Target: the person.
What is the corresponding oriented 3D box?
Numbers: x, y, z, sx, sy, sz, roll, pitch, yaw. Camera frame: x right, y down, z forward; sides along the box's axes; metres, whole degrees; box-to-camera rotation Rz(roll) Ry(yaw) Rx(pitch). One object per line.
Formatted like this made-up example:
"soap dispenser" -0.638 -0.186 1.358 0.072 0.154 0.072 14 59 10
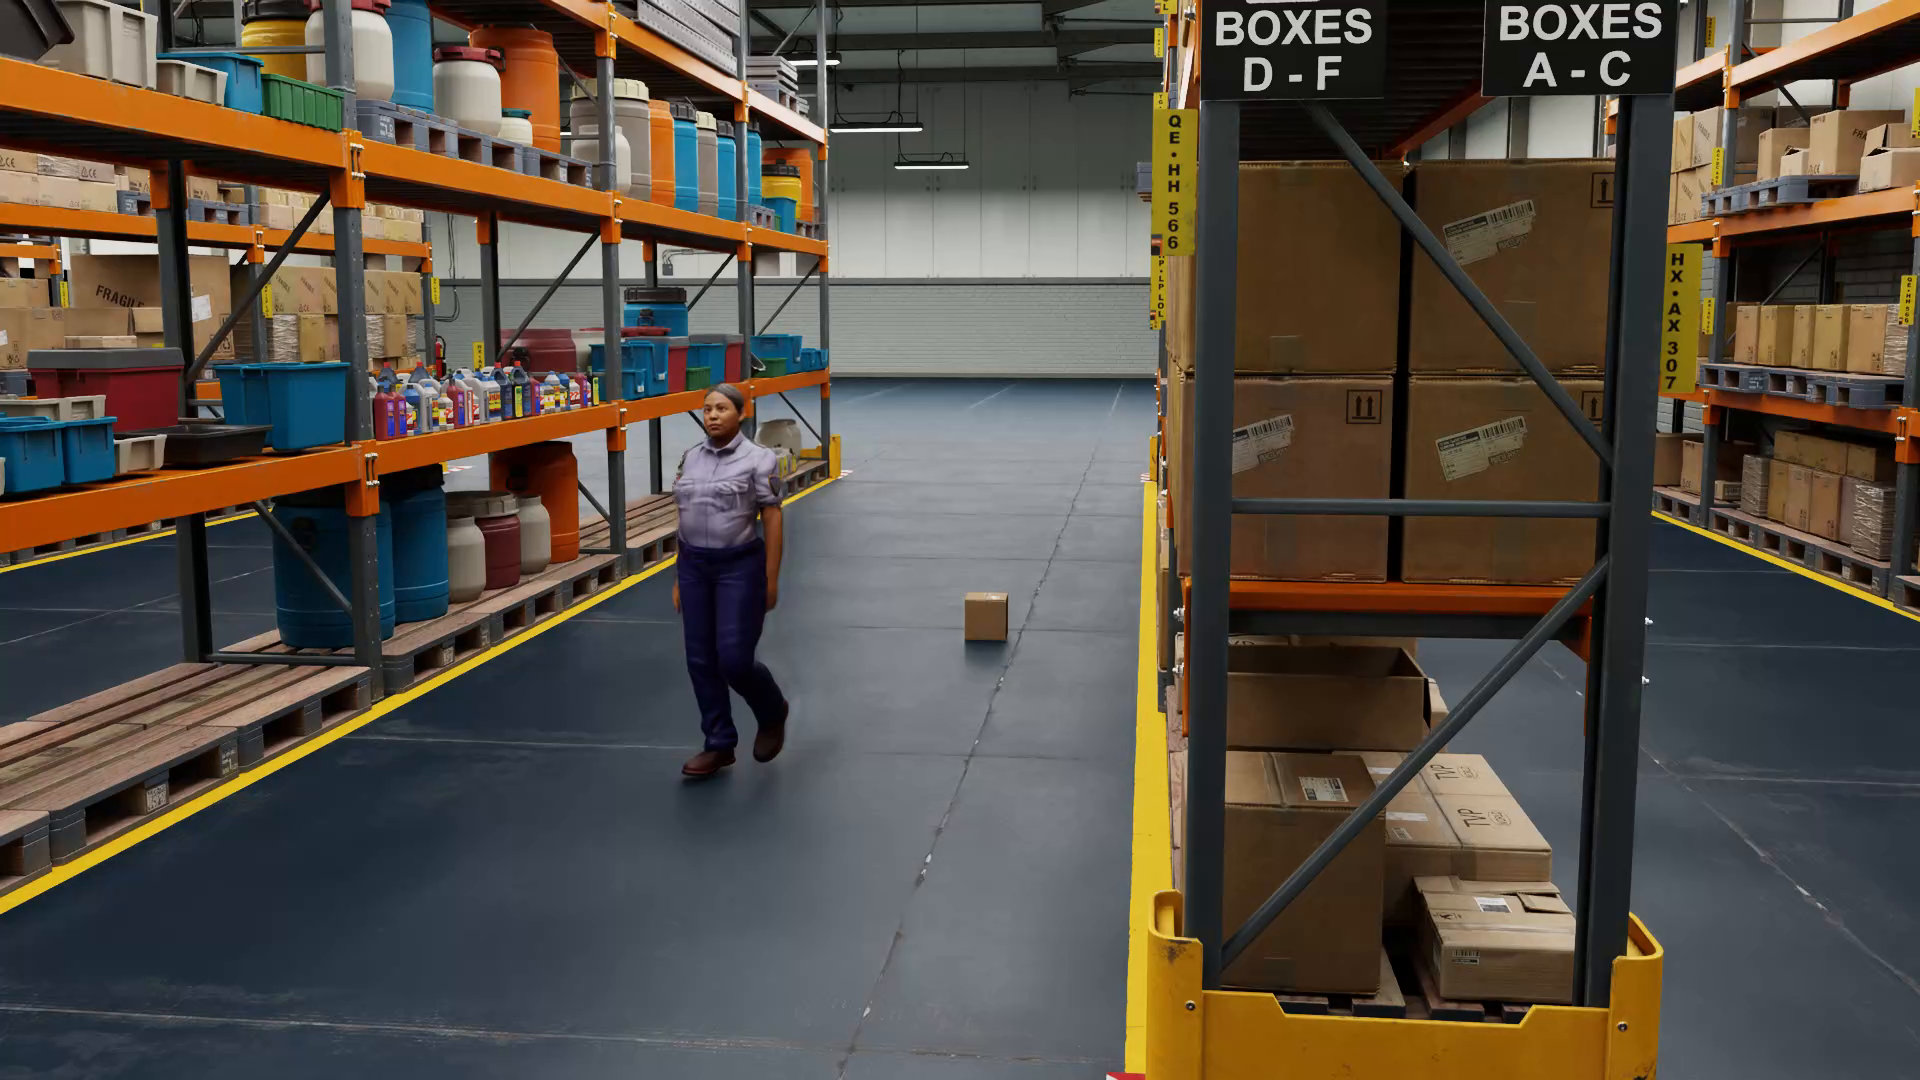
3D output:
"person" -0.985 0.161 7.000 0.477 1.636 0.466 4 9 26
